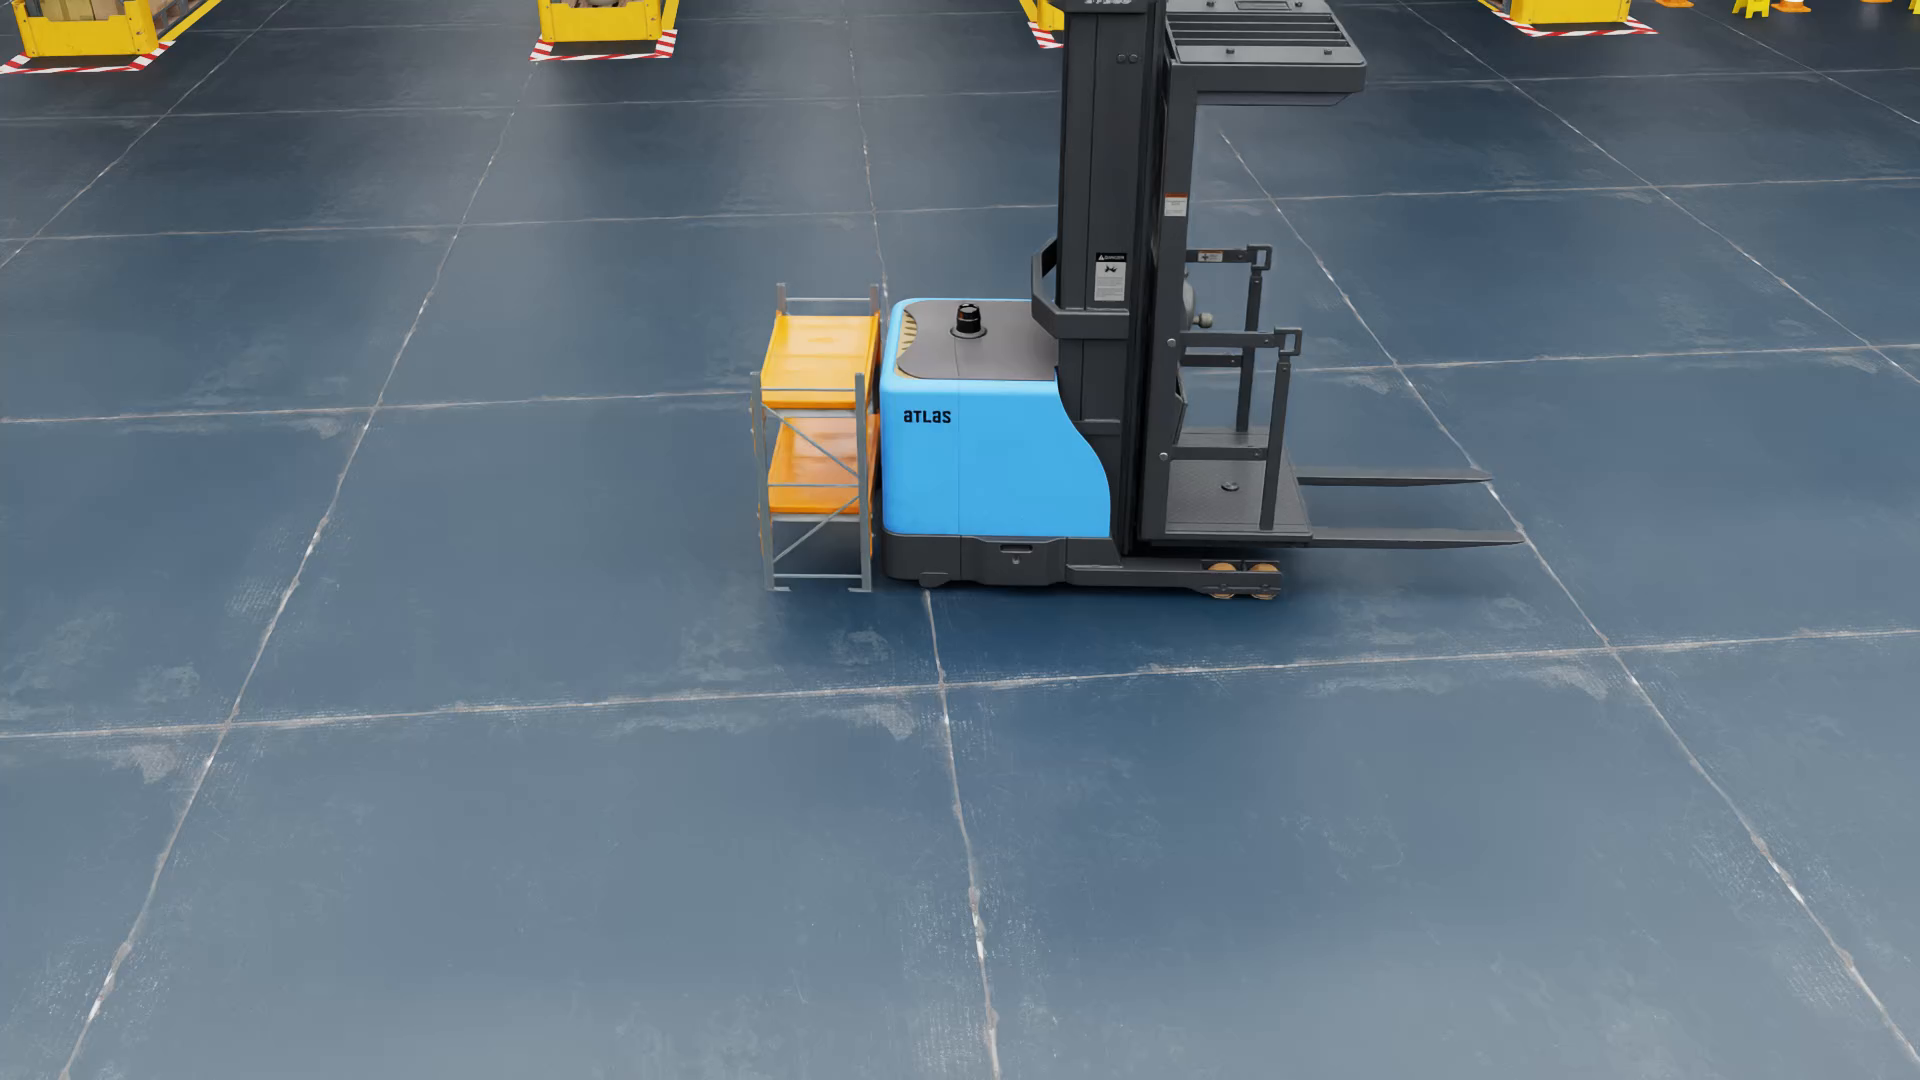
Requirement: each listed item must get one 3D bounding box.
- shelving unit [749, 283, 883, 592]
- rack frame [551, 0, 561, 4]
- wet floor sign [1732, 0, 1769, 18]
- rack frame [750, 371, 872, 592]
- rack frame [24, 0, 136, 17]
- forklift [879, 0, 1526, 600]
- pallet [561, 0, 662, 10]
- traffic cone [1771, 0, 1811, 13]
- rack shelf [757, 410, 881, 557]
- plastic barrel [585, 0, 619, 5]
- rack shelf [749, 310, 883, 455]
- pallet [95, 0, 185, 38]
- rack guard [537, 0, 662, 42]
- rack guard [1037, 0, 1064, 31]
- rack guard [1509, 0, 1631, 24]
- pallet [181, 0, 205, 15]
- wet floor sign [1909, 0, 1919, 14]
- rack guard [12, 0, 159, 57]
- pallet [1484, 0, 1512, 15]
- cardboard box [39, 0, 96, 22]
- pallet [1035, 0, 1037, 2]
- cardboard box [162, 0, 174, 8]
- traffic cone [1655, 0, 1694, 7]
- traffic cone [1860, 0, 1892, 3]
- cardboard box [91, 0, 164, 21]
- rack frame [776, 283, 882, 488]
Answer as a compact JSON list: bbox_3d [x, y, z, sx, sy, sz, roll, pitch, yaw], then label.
[{"bbox_3d":[-0.659,-0.507,8.002,0.538,1.125,1.048,0,31,1],"label":"shelving unit"},{"bbox_3d":[-3.537,-6.314,15.896,1.000,3.000,0.127,-3,31,-5],"label":"rack frame"},{"bbox_3d":[8.316,-5.807,17.342,0.267,0.644,0.232,-8,32,-13],"label":"wet floor sign"},{"bbox_3d":[-0.668,-0.246,7.566,0.500,1.125,0.032,0,31,1],"label":"rack frame"},{"bbox_3d":[-8.469,-6.079,15.502,1.000,3.000,0.127,-3,31,-5],"label":"rack frame"},{"bbox_3d":[1.156,-1.258,7.498,3.031,2.935,1.130,1,31,2],"label":"forklift"},{"bbox_3d":[-3.662,-5.568,17.367,1.003,0.211,1.213,-3,31,-5],"label":"pallet"},{"bbox_3d":[8.863,-5.868,17.623,0.336,0.463,0.334,-3,31,-5],"label":"traffic cone"},{"bbox_3d":[-0.659,-0.297,8.127,0.538,0.278,1.000,0,31,1],"label":"rack shelf"},{"bbox_3d":[-3.675,-5.759,16.982,0.421,0.512,0.421,0,31,0],"label":"plastic barrel"},{"bbox_3d":[-0.659,-0.758,7.852,0.538,0.278,1.000,0,31,1],"label":"rack shelf"},{"bbox_3d":[-8.583,-5.270,16.867,1.003,0.211,1.213,-3,31,-5],"label":"pallet"},{"bbox_3d":[-3.591,-5.277,16.598,1.175,0.500,0.348,-3,31,-5],"label":"rack guard"},{"bbox_3d":[1.387,-5.517,16.999,1.175,0.500,0.348,-3,31,-5],"label":"rack guard"},{"bbox_3d":[6.344,-5.652,17.225,1.175,0.500,0.348,-3,31,-5],"label":"rack guard"},{"bbox_3d":[-8.693,-5.891,17.907,1.003,0.211,1.213,-3,31,-5],"label":"pallet"},{"bbox_3d":[10.213,-5.867,17.443,0.267,0.644,0.232,8,32,13],"label":"wet floor sign"},{"bbox_3d":[-8.467,-4.993,16.122,1.175,0.500,0.348,-3,31,-5],"label":"rack guard"},{"bbox_3d":[6.189,-5.945,17.997,1.003,0.211,1.213,-3,31,-5],"label":"pallet"},{"bbox_3d":[-8.814,-5.338,16.534,0.500,0.250,0.500,-3,31,-5],"label":"cardboard box"},{"bbox_3d":[1.346,-5.809,17.770,1.003,0.211,1.213,-3,31,-5],"label":"pallet"},{"bbox_3d":[-8.348,-5.618,17.002,0.500,0.250,0.500,-3,31,-5],"label":"cardboard box"},{"bbox_3d":[7.706,-5.987,17.823,0.336,0.463,0.334,-3,31,-5],"label":"traffic cone"},{"bbox_3d":[9.936,-6.095,18.003,0.336,0.463,0.334,-3,31,-5],"label":"traffic cone"},{"bbox_3d":[-8.298,-5.363,16.575,0.500,0.250,0.500,-3,31,-5],"label":"cardboard box"},{"bbox_3d":[-0.651,-0.768,8.438,0.500,1.125,0.032,0,31,1],"label":"rack frame"}]
